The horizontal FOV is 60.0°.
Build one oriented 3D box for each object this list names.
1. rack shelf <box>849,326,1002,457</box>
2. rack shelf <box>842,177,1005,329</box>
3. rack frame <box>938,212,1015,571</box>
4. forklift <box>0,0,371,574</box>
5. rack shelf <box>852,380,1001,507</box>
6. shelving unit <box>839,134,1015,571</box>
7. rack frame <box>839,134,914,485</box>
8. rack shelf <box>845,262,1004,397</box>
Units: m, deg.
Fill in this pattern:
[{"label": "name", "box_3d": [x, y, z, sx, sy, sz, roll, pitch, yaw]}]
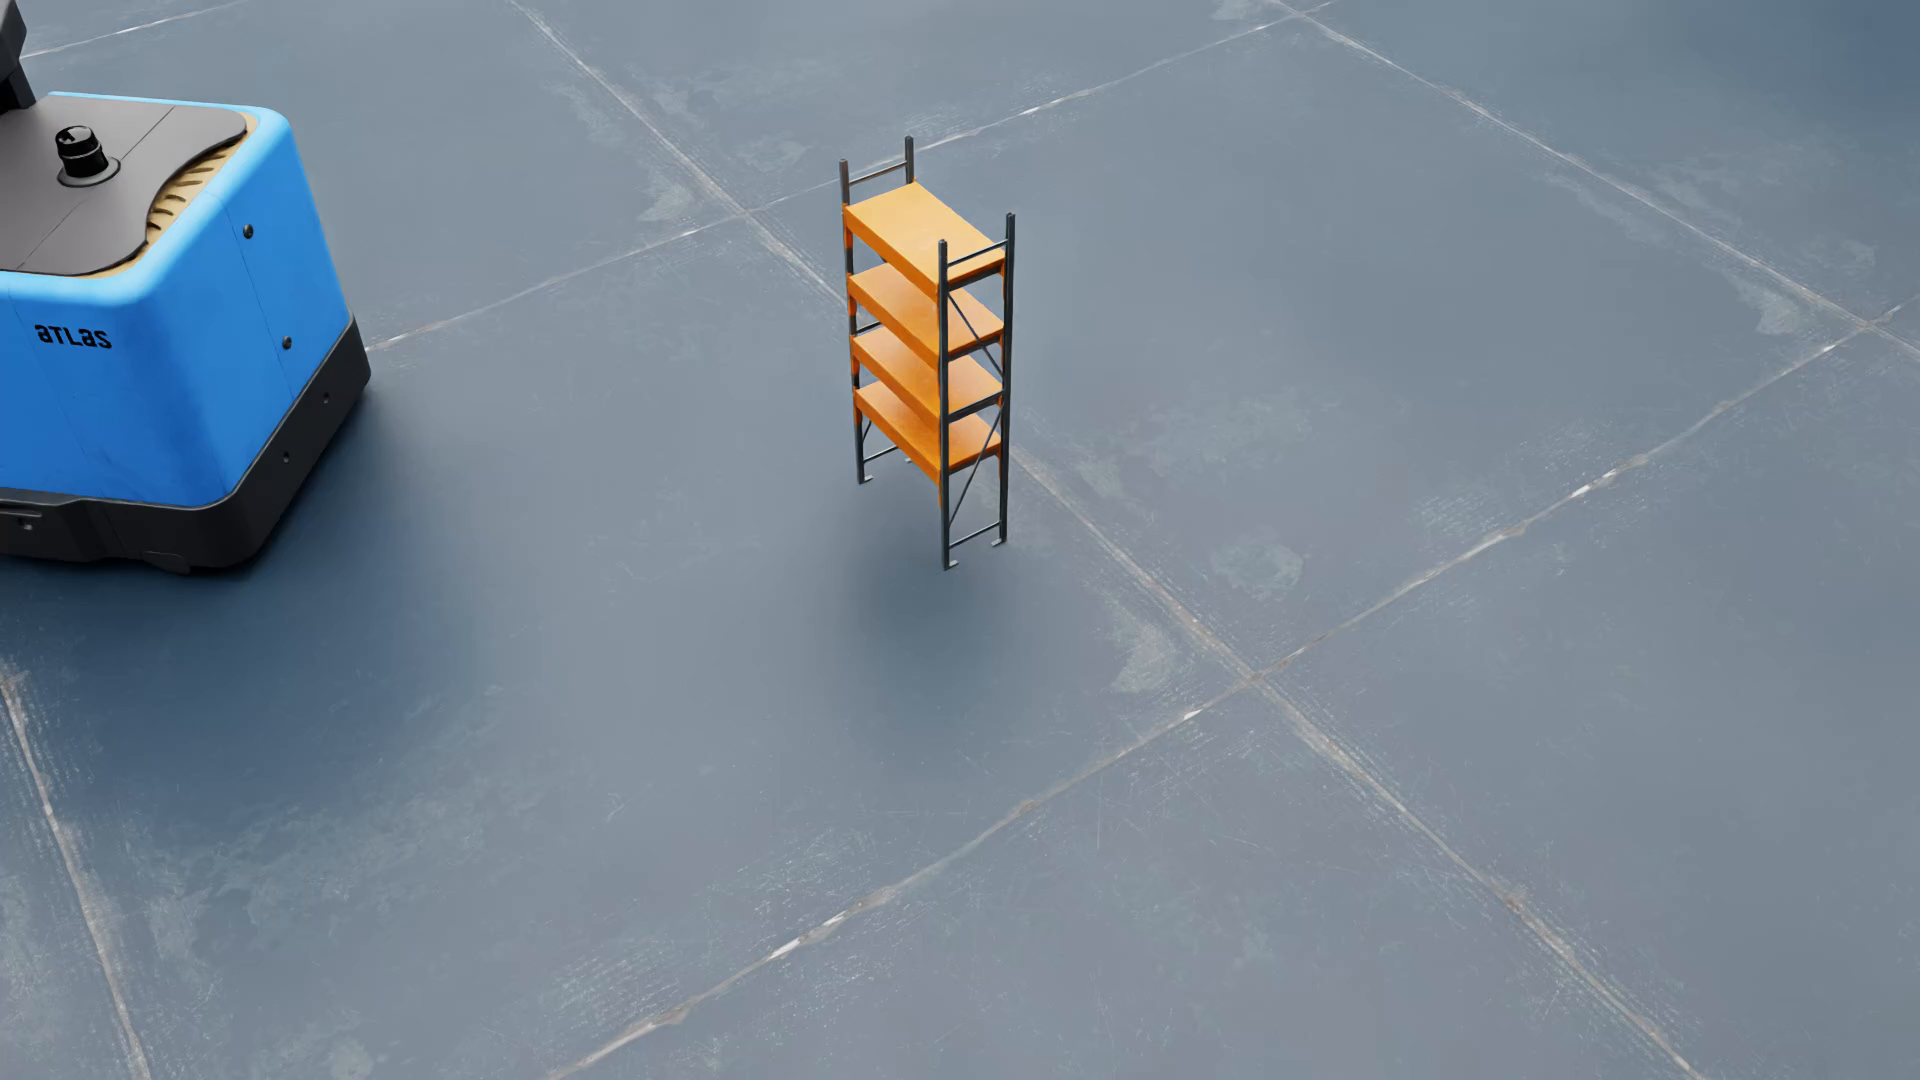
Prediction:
[{"label": "rack shelf", "box_3d": [-0.095, -0.479, 4.980, 0.258, 0.148, 0.480, -26, 49, -24]}, {"label": "rack shelf", "box_3d": [-0.095, -0.812, 4.663, 0.258, 0.148, 0.480, -26, 49, -24]}, {"label": "rack frame", "box_3d": [0.045, -0.390, 4.789, 0.240, 1.200, 0.015, -26, 49, -24]}, {"label": "forklift", "box_3d": [-3.592, -1.423, 4.618, 3.031, 2.935, 1.130, 6, 44, 6]}, {"label": "rack shelf", "box_3d": [-0.095, -0.335, 5.117, 0.258, 0.148, 0.480, -26, 49, -24]}, {"label": "shelving unit", "box_3d": [-0.095, -0.528, 4.934, 0.258, 1.200, 0.503, -26, 49, -24]}, {"label": "rack frame", "box_3d": [-0.234, -0.666, 5.079, 0.240, 1.200, 0.015, -26, 49, -24]}, {"label": "rack shelf", "box_3d": [-0.095, -0.641, 4.826, 0.258, 0.148, 0.480, -26, 49, -24]}]
